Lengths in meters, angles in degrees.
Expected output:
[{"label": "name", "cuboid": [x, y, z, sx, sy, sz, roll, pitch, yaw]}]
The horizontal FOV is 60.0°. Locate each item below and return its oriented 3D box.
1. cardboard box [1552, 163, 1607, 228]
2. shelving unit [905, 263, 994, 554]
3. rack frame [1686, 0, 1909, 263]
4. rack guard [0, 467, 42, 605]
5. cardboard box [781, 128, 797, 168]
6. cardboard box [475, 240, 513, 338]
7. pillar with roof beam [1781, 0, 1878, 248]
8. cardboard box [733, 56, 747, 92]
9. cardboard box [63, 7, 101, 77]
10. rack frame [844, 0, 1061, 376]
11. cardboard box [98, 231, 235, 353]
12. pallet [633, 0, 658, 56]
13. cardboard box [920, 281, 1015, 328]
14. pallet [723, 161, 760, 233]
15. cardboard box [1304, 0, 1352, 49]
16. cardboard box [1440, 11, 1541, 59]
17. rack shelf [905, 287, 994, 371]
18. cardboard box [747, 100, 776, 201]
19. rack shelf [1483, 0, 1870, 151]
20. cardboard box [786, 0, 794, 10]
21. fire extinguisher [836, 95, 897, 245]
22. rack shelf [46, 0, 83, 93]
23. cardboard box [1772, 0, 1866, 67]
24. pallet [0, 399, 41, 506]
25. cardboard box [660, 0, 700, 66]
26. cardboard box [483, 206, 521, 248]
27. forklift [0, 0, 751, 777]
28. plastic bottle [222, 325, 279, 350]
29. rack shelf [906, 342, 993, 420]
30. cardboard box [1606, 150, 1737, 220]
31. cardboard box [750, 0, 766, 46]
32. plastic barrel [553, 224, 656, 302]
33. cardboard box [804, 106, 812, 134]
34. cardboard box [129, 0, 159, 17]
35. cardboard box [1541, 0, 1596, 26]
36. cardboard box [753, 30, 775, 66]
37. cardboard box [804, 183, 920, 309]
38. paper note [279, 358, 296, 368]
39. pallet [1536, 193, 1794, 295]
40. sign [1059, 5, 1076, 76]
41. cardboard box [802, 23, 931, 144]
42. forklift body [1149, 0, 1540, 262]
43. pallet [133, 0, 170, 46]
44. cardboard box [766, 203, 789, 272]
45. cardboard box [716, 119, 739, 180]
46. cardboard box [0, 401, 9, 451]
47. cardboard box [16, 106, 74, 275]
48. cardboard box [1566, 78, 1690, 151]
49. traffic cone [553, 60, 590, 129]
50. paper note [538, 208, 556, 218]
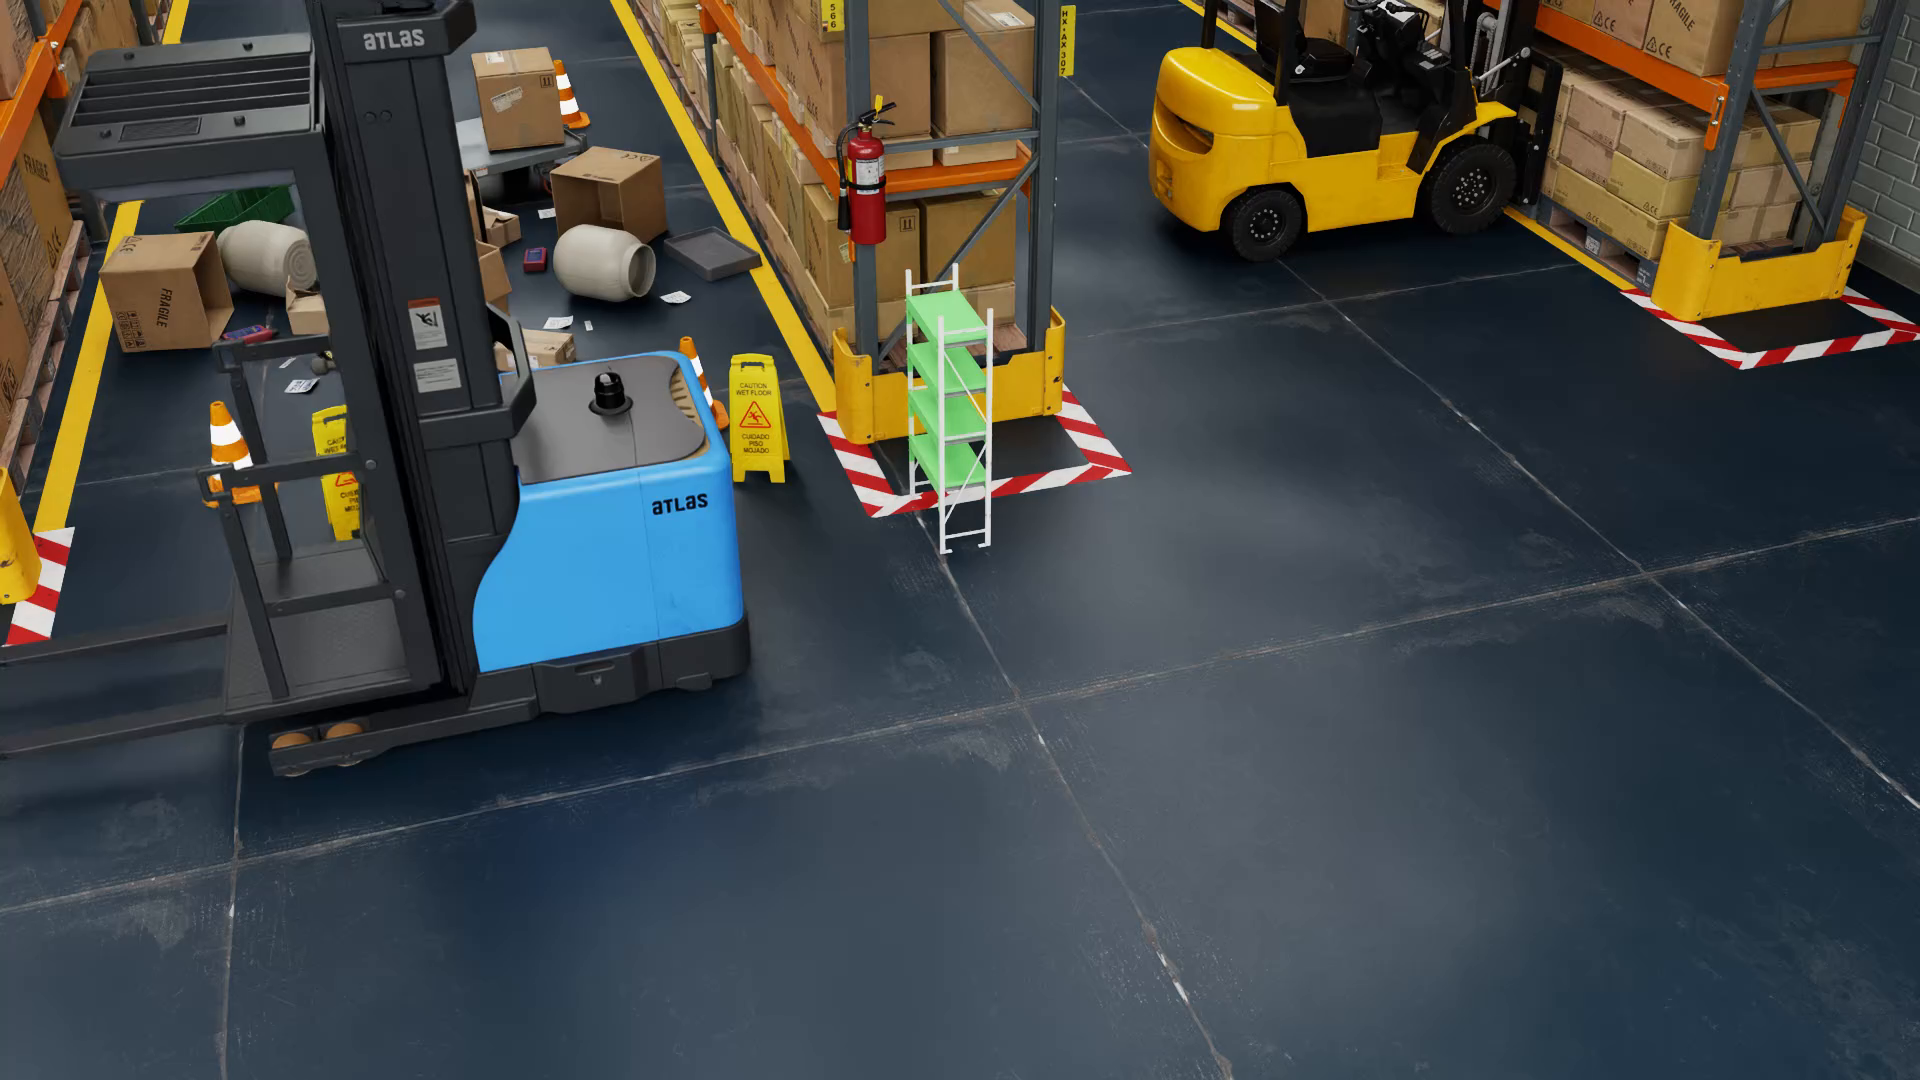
[{"label": "cardboard box", "cuboid": [4.110, -2.199, 10.470, 0.500, 0.250, 0.500, -10, 35, -15]}, {"label": "shelving unit", "cuboid": [-0.050, -0.587, 7.551, 0.258, 1.200, 0.503, -10, 35, -15]}, {"label": "rack frame", "cuboid": [4.696, -2.714, 9.137, 1.000, 3.000, 0.127, -10, 35, -15]}, {"label": "rack guard", "cuboid": [-4.706, 0.063, 7.201, 1.175, 0.500, 0.348, -10, 35, -15]}, {"label": "cardboard box", "cuboid": [-0.772, -2.180, 9.173, 0.380, 0.149, 0.250, -9, 35, -14]}, {"label": "cardboard box", "cuboid": [-2.976, -1.333, 9.310, 0.637, 0.503, 0.797, 19, 38, 26]}, {"label": "pillar with roof beam", "cuboid": [1.243, -5.010, 7.170, 9.100, 9.000, 0.400, -10, 35, -15]}, {"label": "cardboard box", "cuboid": [-1.187, -2.889, 10.246, 0.380, 0.149, 0.250, -9, 34, -13]}, {"label": "cardboard box", "cuboid": [-6.499, -3.147, 11.451, 1.050, 0.750, 0.750, -10, 35, -15]}, {"label": "rack frame", "cuboid": [-0.030, -1.878, 7.871, 1.000, 3.000, 0.127, -10, 35, -15]}, {"label": "cardboard box", "cuboid": [-4.482, -1.408, 9.425, 0.500, 0.500, 0.500, -4, 34, -6]}, {"label": "pallet", "cuboid": [-2.233, -4.504, 14.375, 1.003, 0.211, 1.213, -10, 35, -15]}, {"label": "cardboard box", "cuboid": [-0.012, -1.376, 9.224, 0.500, 0.250, 0.500, -10, 35, -15]}, {"label": "pallet", "cuboid": [-1.011, -2.468, 11.293, 1.003, 0.211, 1.213, -10, 35, -15]}, {"label": "cardboard box", "cuboid": [3.306, -4.271, 13.266, 0.875, 0.625, 0.625, -8, 34, -13]}, {"label": "cardboard box", "cuboid": [3.634, -3.423, 11.416, 0.500, 0.250, 0.500, -9, 34, -13]}, {"label": "rack shelf", "cuboid": [-0.050, -0.935, 7.321, 0.258, 0.148, 0.480, -10, 35, -15]}, {"label": "cardboard box", "cuboid": [-0.996, -2.412, 10.112, 0.500, 0.500, 0.500, -8, 34, -12]}, {"label": "rack shelf", "cuboid": [4.086, -3.464, 10.924, 1.077, 0.370, 4.000, -10, 35, -15]}, {"label": "cardboard box", "cuboid": [-0.541, -2.959, 8.240, 0.700, 0.500, 0.500, -10, 35, -14]}, {"label": "fire extinguisher", "cuboid": [-0.434, -1.708, 7.684, 0.296, 0.674, 0.183, -10, 35, -15]}, {"label": "rack shelf", "cuboid": [-6.543, -3.842, 11.496, 1.077, 0.370, 4.000, -10, 35, -15]}, {"label": "cardboard box", "cuboid": [4.810, -3.063, 9.574, 0.500, 0.500, 0.500, -9, 34, -13]}, {"label": "pallet", "cuboid": [-5.031, -0.235, 7.915, 1.003, 0.211, 1.213, -10, 35, -15]}, {"label": "cardboard box", "cuboid": [-1.848, -4.073, 13.196, 0.950, 0.372, 0.625, -9, 34, -13]}, {"label": "cardboard box", "cuboid": [-3.045, -2.048, 10.609, 0.396, 0.266, 0.258, 19, 38, 26]}, {"label": "forklift", "cuboid": [-2.436, -0.643, 6.065, 3.031, 2.935, 1.130, -10, 35, -15]}, {"label": "plastic bottle", "cuboid": [-4.028, -1.160, 9.451, 0.283, 0.061, 0.133, -23, 40, -31]}, {"label": "rack shelf", "cuboid": [-0.050, -0.734, 7.454, 0.258, 0.148, 0.480, -10, 35, -15]}, {"label": "cardboard box", "cuboid": [4.250, -2.154, 9.949, 0.500, 0.250, 0.500, -10, 35, -15]}, {"label": "cardboard box", "cuboid": [-0.892, -3.078, 9.327, 0.500, 0.500, 0.500, -10, 35, -14]}, {"label": "plastic barrel", "cuboid": [-2.101, -1.633, 9.837, 0.512, 0.421, 0.421, 13, 36, 18]}, {"label": "cardboard box", "cuboid": [-0.588, -2.186, 8.565, 0.380, 0.149, 0.250, -11, 35, -16]}, {"label": "cardboard box", "cuboid": [-7.126, -4.739, 14.087, 0.500, 0.500, 0.500, -11, 35, -17]}, {"label": "cardboard box", "cuboid": [3.990, -3.513, 10.255, 0.500, 0.500, 0.500, -11, 35, -16]}, {"label": "cardboard box", "cuboid": [-0.974, -2.853, 9.574, 0.380, 0.149, 0.250, -10, 35, -15]}, {"label": "cardboard box", "cuboid": [-0.522, -1.595, 8.876, 0.500, 0.500, 0.500, -10, 35, -14]}, {"label": "paper note", "cuboid": [-3.732, -0.984, 9.230, 0.032, 0.001, 0.123, 7, 34, 10]}, {"label": "pallet", "cuboid": [4.423, -1.945, 10.503, 1.003, 0.211, 1.213, -10, 35, -15]}, {"label": "sign", "cuboid": [0.487, -2.330, 7.770, 0.100, 0.325, 0.005, -10, 35, -15]}, {"label": "cardboard box", "cuboid": [-0.458, -2.282, 8.122, 0.500, 0.500, 0.500, -11, 35, -16]}, {"label": "forklift body", "cuboid": [2.381, -3.049, 10.413, 2.313, 2.155, 1.214, -10, 35, -15]}, {"label": "pallet", "cuboid": [-7.390, -4.440, 14.277, 1.003, 0.211, 1.213, -10, 35, -15]}, {"label": "cardboard box", "cuboid": [-0.848, -1.832, 9.915, 0.500, 0.250, 0.500, -11, 35, -16]}, {"label": "cardboard box", "cuboid": [-1.327, -2.651, 11.154, 0.500, 0.250, 0.500, -12, 35, -17]}, {"label": "cardboard box", "cuboid": [-4.983, -0.626, 7.523, 0.875, 0.875, 0.875, -10, 35, -14]}, {"label": "cardboard box", "cuboid": [-5.808, -2.039, 9.661, 0.875, 0.875, 0.875, -9, 35, -14]}, {"label": "cardboard box", "cuboid": [4.098, -2.616, 10.194, 0.500, 0.250, 0.500, -9, 35, -14]}, {"label": "traffic cone", "cuboid": [-2.961, -3.335, 12.377, 0.336, 0.463, 0.334, -10, 35, -15]}, {"label": "paper note", "cuboid": [-2.713, -2.174, 11.012, 0.148, 0.019, 0.142, -10, 35, -15]}]
